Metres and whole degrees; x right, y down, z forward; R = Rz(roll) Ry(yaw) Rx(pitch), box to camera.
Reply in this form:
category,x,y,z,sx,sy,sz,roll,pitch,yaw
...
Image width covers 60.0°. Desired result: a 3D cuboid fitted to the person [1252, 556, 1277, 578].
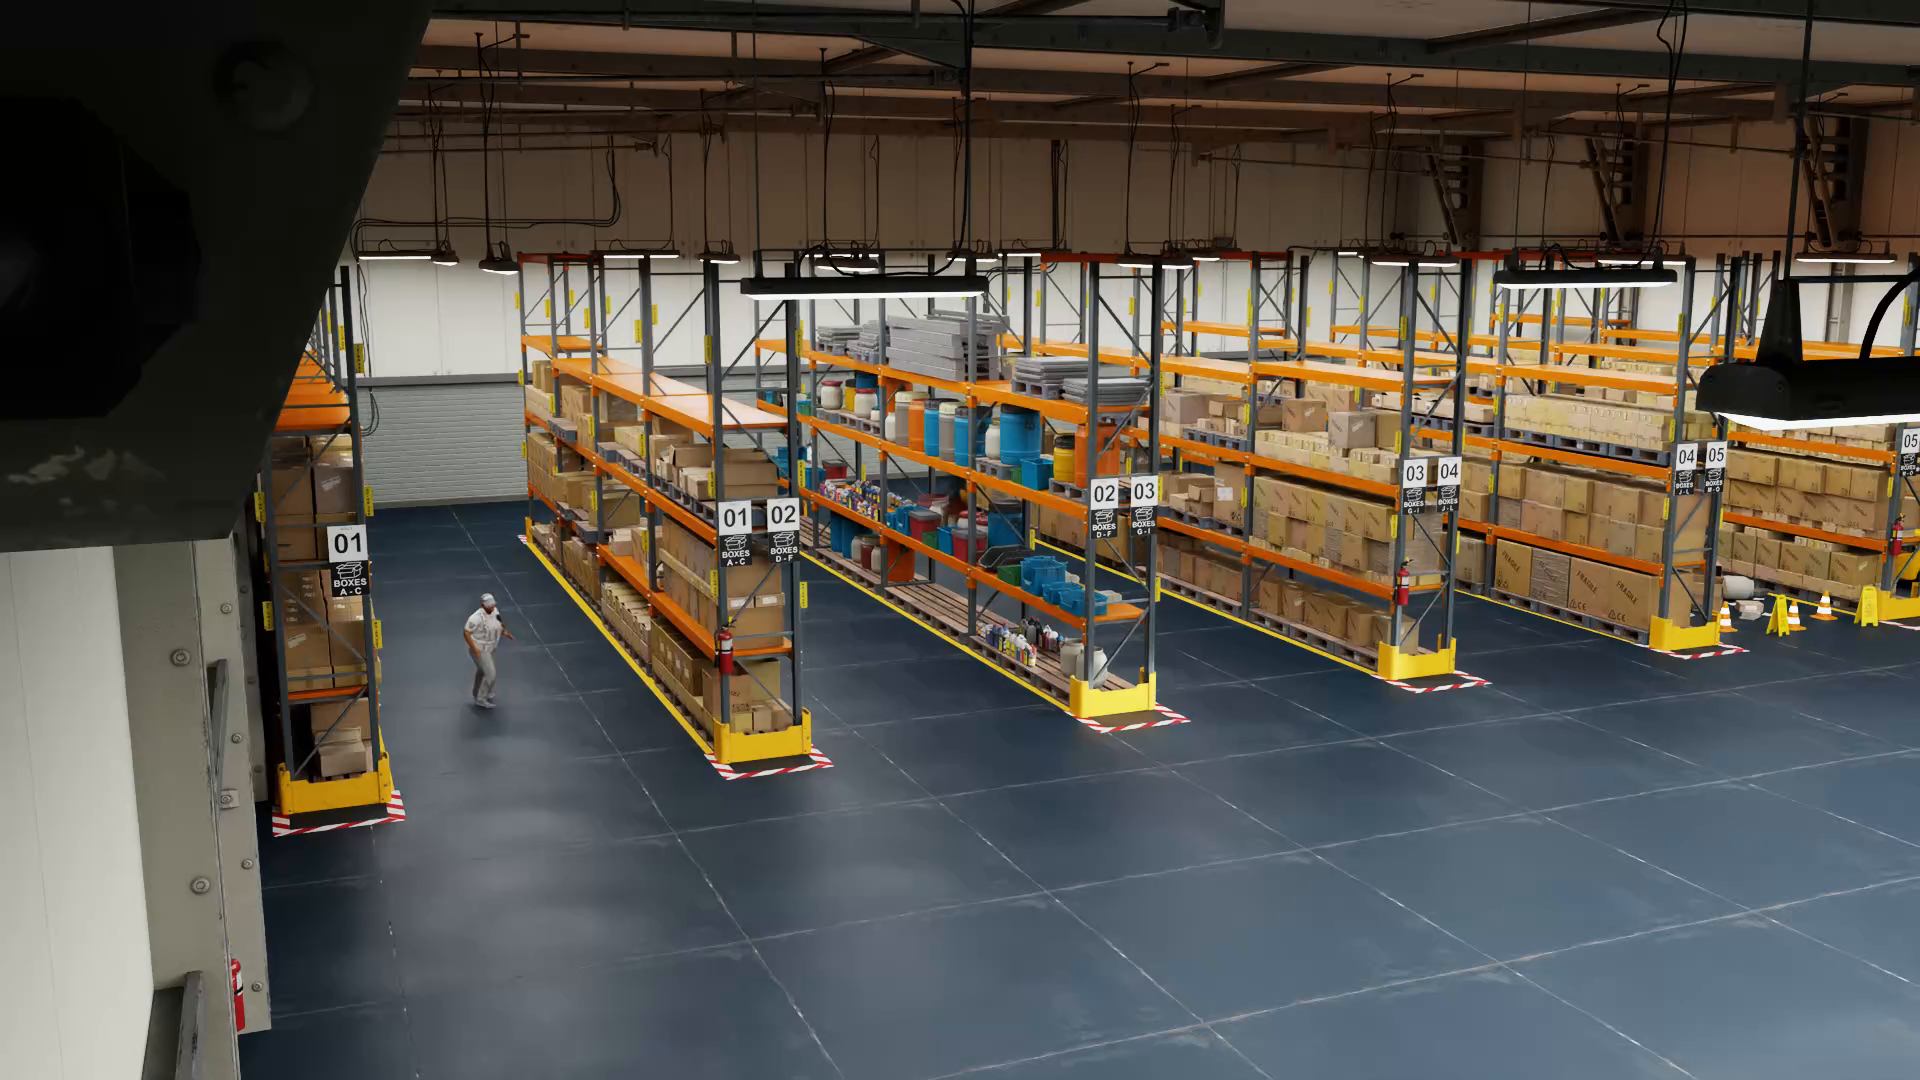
category,x,y,z,sx,sy,sz,roll,pitch,yaw
person,5.745,-0.079,31.337,0.547,1.550,0.869,-9,14,-40

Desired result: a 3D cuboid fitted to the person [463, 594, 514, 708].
category,x,y,z,sx,sy,sz,roll,pitch,yaw
person,-6.436,1.481,22.674,0.777,1.607,0.656,3,11,14

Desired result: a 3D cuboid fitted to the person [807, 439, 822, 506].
category,x,y,z,sx,sy,sz,roll,pitch,yaw
person,-3.605,-1.623,39.397,0.710,1.654,0.559,-2,11,-10
